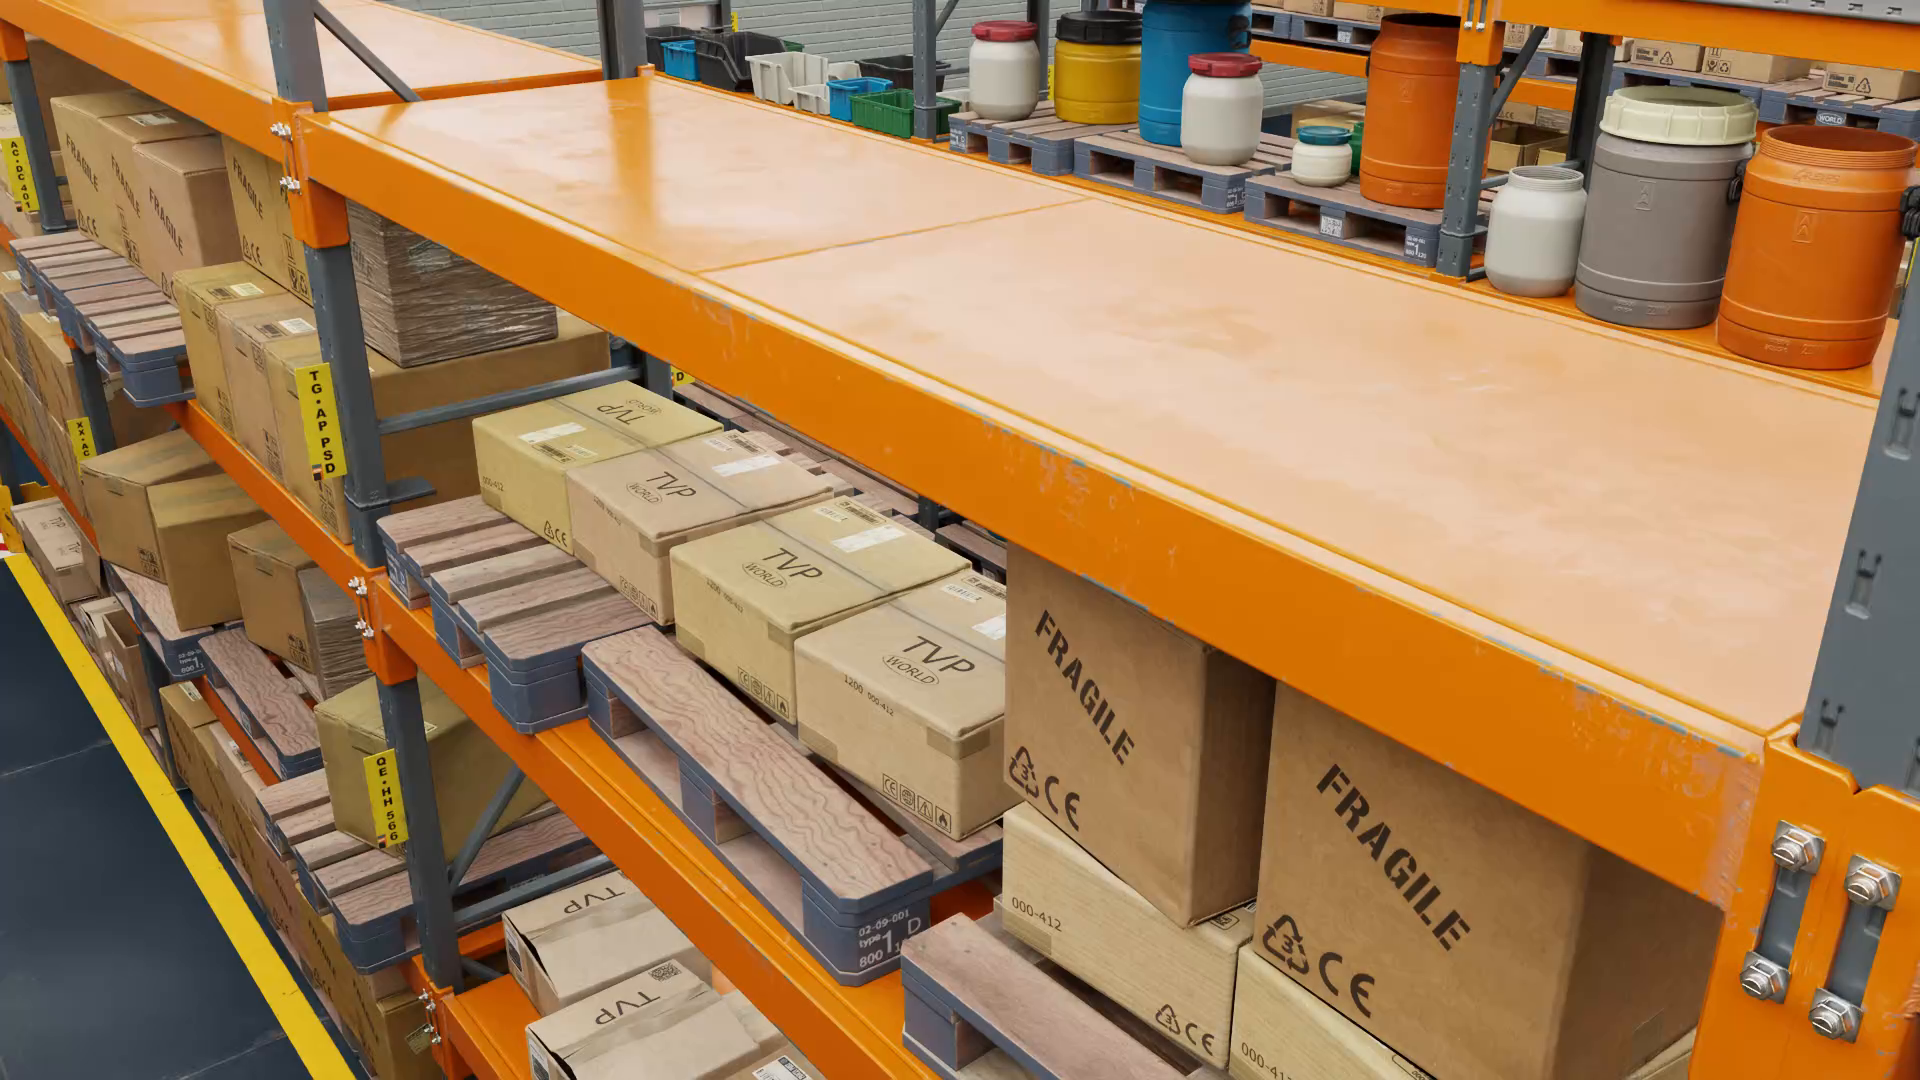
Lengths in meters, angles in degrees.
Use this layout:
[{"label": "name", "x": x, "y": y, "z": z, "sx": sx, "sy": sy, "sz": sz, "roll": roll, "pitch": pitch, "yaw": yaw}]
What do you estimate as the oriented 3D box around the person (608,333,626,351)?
[{"label": "person", "x": -3.383, "y": -2.516, "z": 15.097, "sx": 0.628, "sy": 1.741, "sz": 0.930, "roll": 18, "pitch": 30, "yaw": 35}]
